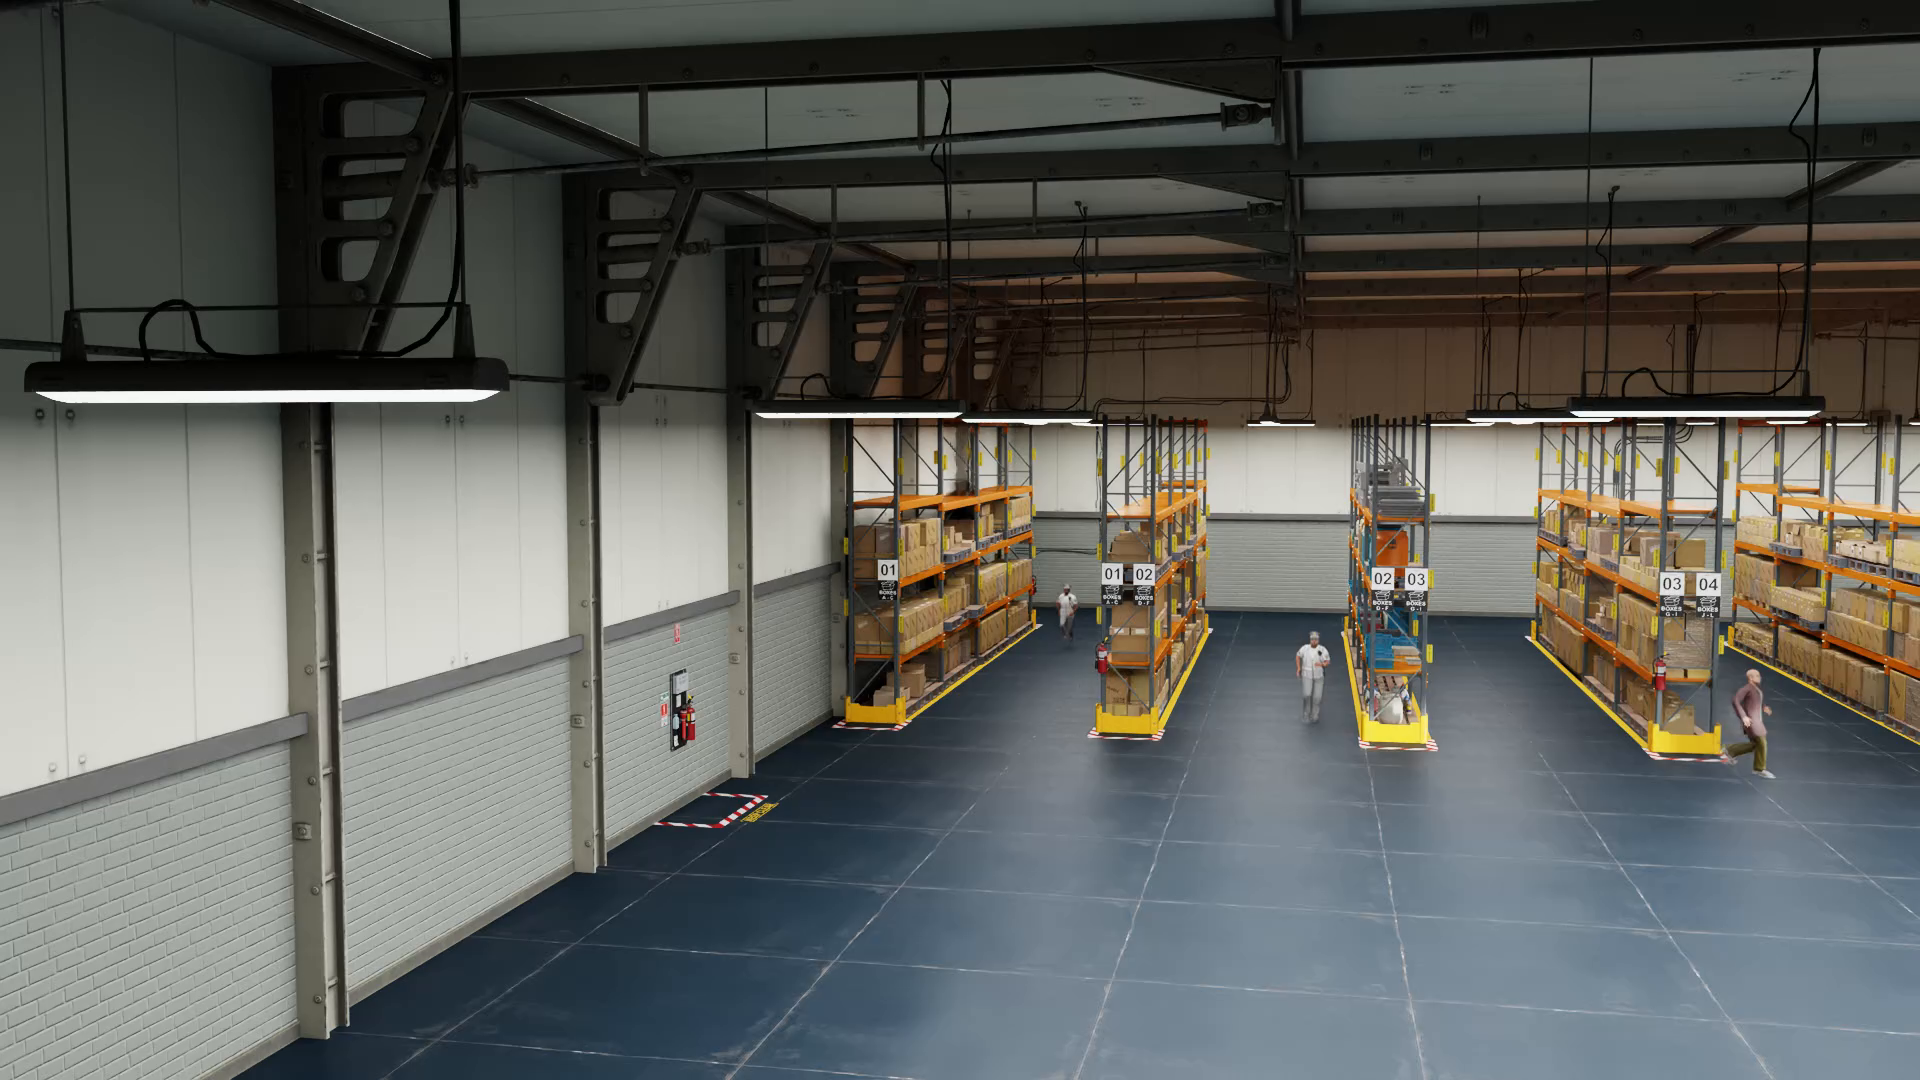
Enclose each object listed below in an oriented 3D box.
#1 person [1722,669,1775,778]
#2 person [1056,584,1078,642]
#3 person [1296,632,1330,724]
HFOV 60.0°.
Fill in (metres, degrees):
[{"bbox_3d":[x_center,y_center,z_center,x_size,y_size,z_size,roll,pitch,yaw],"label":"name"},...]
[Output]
[{"bbox_3d":[13.087,3.026,27.569,0.865,1.782,0.745,3,5,41],"label":"person"},{"bbox_3d":[2.786,1.912,43.356,0.590,1.566,0.836,1,4,12],"label":"person"},{"bbox_3d":[6.880,2.691,32.422,0.637,1.833,0.751,1,4,10],"label":"person"}]
